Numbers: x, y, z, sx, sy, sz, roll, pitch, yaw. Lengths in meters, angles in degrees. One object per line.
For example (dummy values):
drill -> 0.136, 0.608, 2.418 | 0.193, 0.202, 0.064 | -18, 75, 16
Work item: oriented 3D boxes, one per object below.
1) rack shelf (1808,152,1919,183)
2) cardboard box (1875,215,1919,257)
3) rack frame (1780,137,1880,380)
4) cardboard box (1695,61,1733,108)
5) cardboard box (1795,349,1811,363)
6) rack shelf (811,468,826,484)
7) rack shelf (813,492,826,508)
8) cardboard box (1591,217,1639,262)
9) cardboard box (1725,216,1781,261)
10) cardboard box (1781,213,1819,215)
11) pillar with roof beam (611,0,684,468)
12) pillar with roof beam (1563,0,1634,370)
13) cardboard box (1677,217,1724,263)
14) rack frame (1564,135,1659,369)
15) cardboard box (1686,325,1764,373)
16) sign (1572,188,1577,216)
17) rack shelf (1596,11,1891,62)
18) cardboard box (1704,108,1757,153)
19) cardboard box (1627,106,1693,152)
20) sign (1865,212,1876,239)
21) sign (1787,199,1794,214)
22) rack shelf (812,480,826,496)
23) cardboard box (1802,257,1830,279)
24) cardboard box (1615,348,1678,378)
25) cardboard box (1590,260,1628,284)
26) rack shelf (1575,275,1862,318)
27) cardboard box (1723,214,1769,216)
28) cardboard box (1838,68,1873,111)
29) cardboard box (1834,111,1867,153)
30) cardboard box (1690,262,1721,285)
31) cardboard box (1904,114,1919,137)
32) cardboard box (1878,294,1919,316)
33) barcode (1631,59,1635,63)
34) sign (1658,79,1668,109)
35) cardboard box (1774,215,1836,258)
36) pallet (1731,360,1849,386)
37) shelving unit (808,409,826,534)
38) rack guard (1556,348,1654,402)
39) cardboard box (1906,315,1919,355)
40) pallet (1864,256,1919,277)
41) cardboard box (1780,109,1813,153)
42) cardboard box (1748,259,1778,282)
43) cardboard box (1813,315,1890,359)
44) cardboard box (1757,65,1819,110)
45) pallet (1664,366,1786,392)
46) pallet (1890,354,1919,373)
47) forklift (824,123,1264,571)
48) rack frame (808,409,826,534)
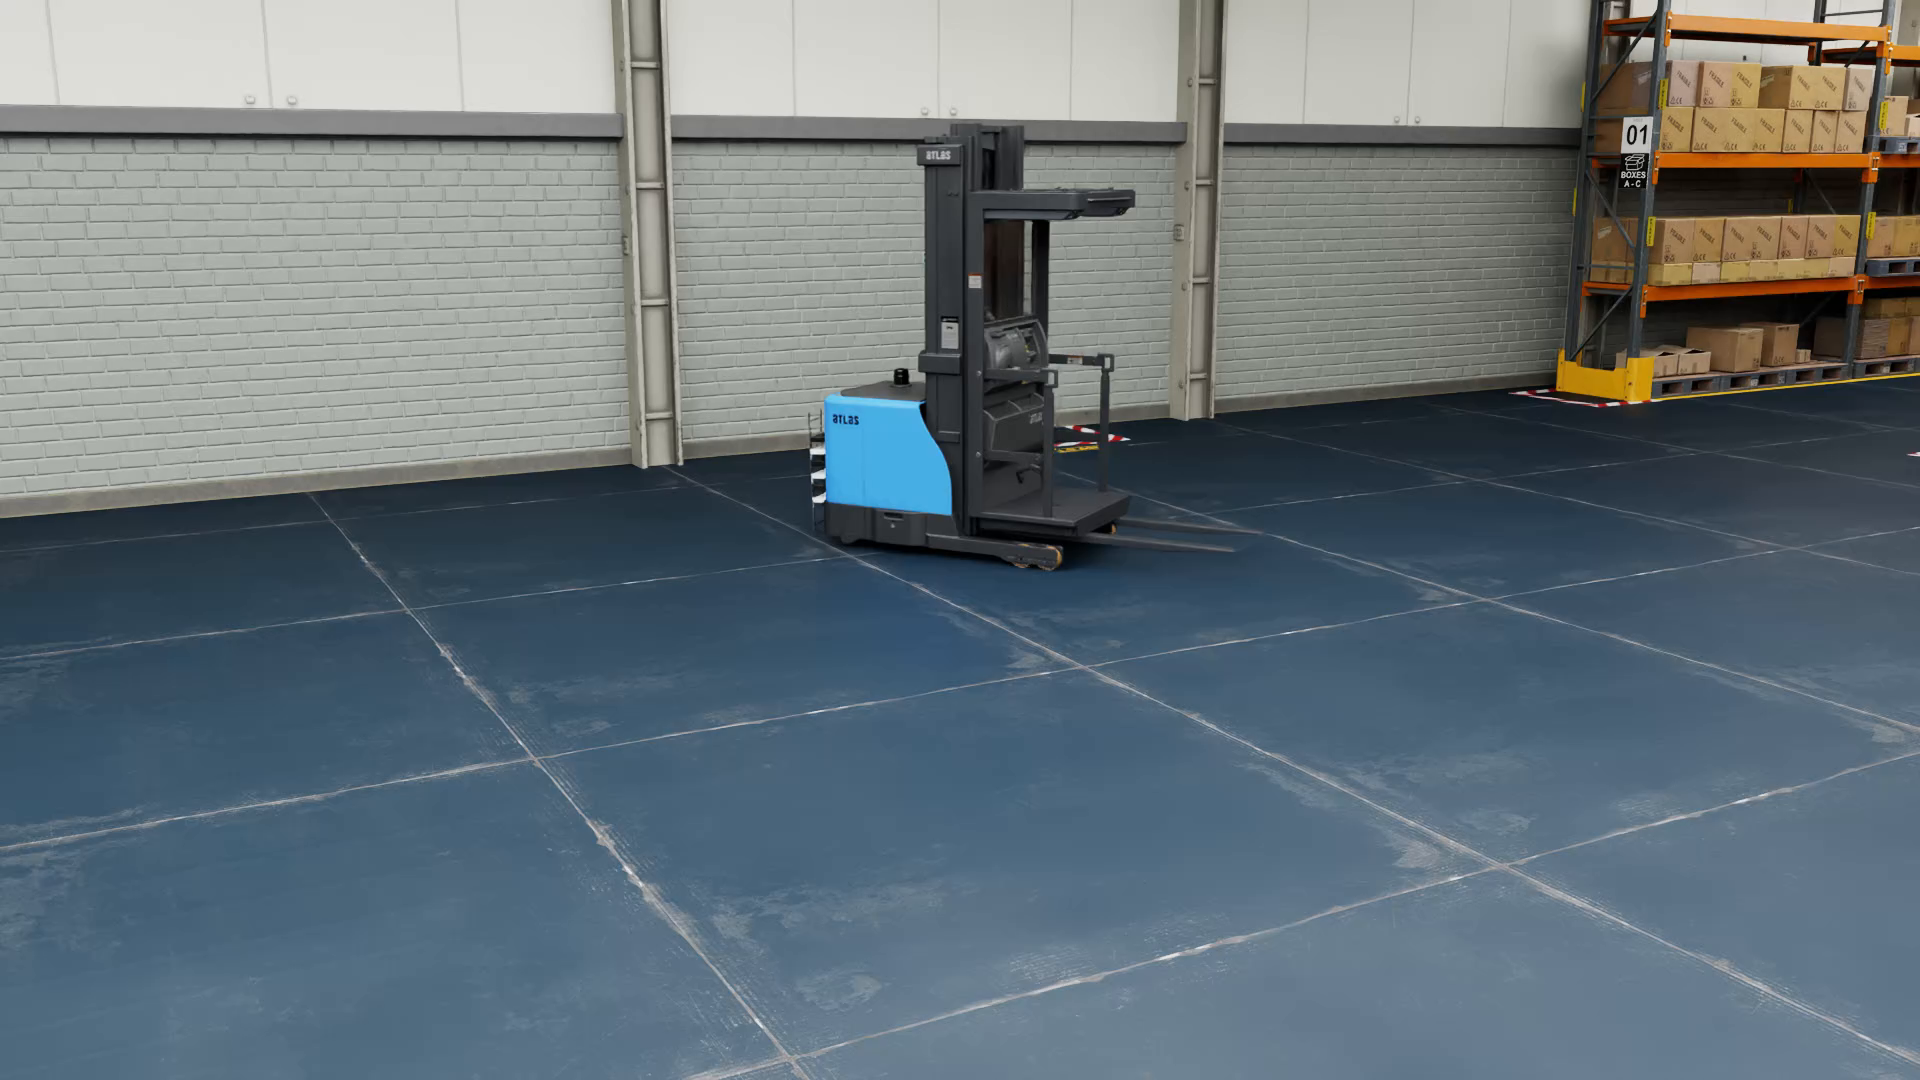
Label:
rack shelf -> 12.835, -4.924, 21.963 | 4.000, 0.370, 1.077 | -7, 14, -28
cardboard box -> 12.036, -3.969, 21.683 | 0.500, 0.500, 0.700 | -5, 14, -22
rack frame -> 11.079, -3.601, 21.279 | 0.127, 3.000, 1.000 | -7, 14, -28
cardboard box -> 8.487, -5.227, 19.120 | 0.500, 0.500, 0.500 | -7, 14, -29
cardboard box -> 10.624, -2.371, 21.266 | 0.250, 0.166, 0.380 | -9, 16, -35
rack shelf -> -0.956, -0.474, 12.301 | 0.200, 0.077, 0.258 | 2, 13, 19
rack shelf -> -0.951, -0.298, 12.339 | 0.200, 0.077, 0.258 | 2, 13, 19
cardboard box -> 7.880, -3.573, 19.743 | 0.500, 0.500, 0.500 | -7, 14, -28
cardboard box -> 9.474, -3.635, 20.017 | 0.500, 0.500, 0.500 | -6, 14, -26
cardboard box -> 10.567, -3.894, 21.170 | 0.500, 0.500, 0.500 | -7, 15, -29
pillar with roof beam -> -0.702, -4.255, 10.522 | 0.400, 9.000, 9.100 | -7, 14, -28
pillar with roof beam -> 9.831, -5.518, 16.132 | 0.400, 9.000, 9.100 | -7, 14, -28
cardboard box -> 8.570, -3.525, 19.529 | 0.500, 0.500, 0.500 | -7, 14, -28
rack frame -> 7.568, -3.180, 19.409 | 0.127, 3.000, 1.000 | -7, 14, -28
cardboard box -> 9.387, -2.358, 20.448 | 0.500, 0.500, 0.700 | -8, 15, -31
sign -> 7.320, -4.008, 19.732 | 0.005, 0.325, 0.100 | -7, 14, -28
rack shelf -> 9.324, -5.965, 19.765 | 4.000, 0.370, 1.077 | -7, 14, -28
cardboard box -> 8.924, -4.794, 19.475 | 0.500, 0.500, 0.500 | -6, 14, -25
cardboard box -> 7.982, -4.689, 19.009 | 0.500, 0.500, 0.500 | -6, 14, -26
sign -> 11.346, -3.920, 20.723 | 0.005, 0.325, 0.100 | -7, 14, -28
sign -> 10.810, -4.273, 21.625 | 0.005, 0.325, 0.100 | -7, 14, -28
rack shelf -> -0.954, -0.386, 12.320 | 0.200, 0.077, 0.258 | 2, 13, 19
cardboard box -> 10.367, -3.379, 20.586 | 0.500, 0.250, 0.500 | -7, 14, -28
cardboard box -> 8.219, -2.139, 19.902 | 0.500, 0.311, 0.500 | -9, 15, -34
cardboard box -> 7.886, -3.203, 19.808 | 0.500, 0.250, 0.500 | -7, 14, -27
rack shelf -> 9.324, -3.040, 20.423 | 4.000, 0.370, 1.077 | -7, 14, -28
cardboard box -> 9.671, -3.789, 20.703 | 0.500, 0.500, 0.500 | -6, 14, -26
cardboard box -> 10.769, -5.506, 20.360 | 0.500, 0.500, 0.500 | -8, 15, -33
cardboard box -> 10.752, -5.022, 20.487 | 0.500, 0.500, 0.500 | -6, 14, -26
cardboard box -> 8.598, -3.164, 19.634 | 0.500, 0.250, 0.500 | -7, 15, -30
cardboard box -> 12.138, -5.333, 21.388 | 0.500, 0.311, 0.500 | -6, 14, -26
cardboard box -> 12.557, -3.145, 22.236 | 0.500, 0.250, 0.500 | -7, 15, -29
barcode -> 7.952, -5.644, 19.653 | 0.075, 0.075, 0.001 | -7, 14, -28
sign -> 7.828, -4.966, 18.519 | 0.005, 0.325, 0.100 | -7, 14, -28
cardboard box -> 10.377, -3.741, 20.487 | 0.500, 0.500, 0.500 | -7, 14, -28
pallet -> 10.507, -2.163, 21.241 | 1.213, 0.211, 1.003 | -7, 14, -28
shelving unit -> -0.957, -0.506, 12.294 | 0.210, 0.900, 0.258 | 2, 13, 19
rack guard -> 7.635, -1.969, 19.719 | 0.348, 0.500, 1.175 | -7, 14, -28
cardboard box -> 12.614, -2.787, 22.352 | 0.500, 0.500, 0.700 | -7, 14, -27
pallet -> 11.820, -3.560, 21.533 | 1.213, 0.211, 1.003 | -7, 14, -28
cardboard box -> 9.836, -4.906, 19.972 | 0.500, 0.500, 0.500 | -7, 15, -30
cardboard box -> 9.492, -3.270, 20.102 | 0.500, 0.250, 0.500 | -7, 14, -27
cardboard box -> 11.717, -2.677, 21.863 | 0.500, 0.500, 0.700 | -6, 14, -26
cardboard box -> 9.840, -5.389, 19.842 | 0.500, 0.500, 0.500 | -7, 15, -30
pallet -> 9.435, -2.034, 20.667 | 1.213, 0.211, 1.003 | -7, 14, -28
pallet -> 12.834, -2.452, 22.524 | 1.213, 0.211, 1.003 | -7, 14, -28
forklift -> 0.574, -1.353, 11.446 | 3.031, 2.935, 1.130 | 6, 14, 26
rack frame -> -1.054, -0.510, 12.327 | 0.006, 0.900, 0.240 | 2, 13, 19
